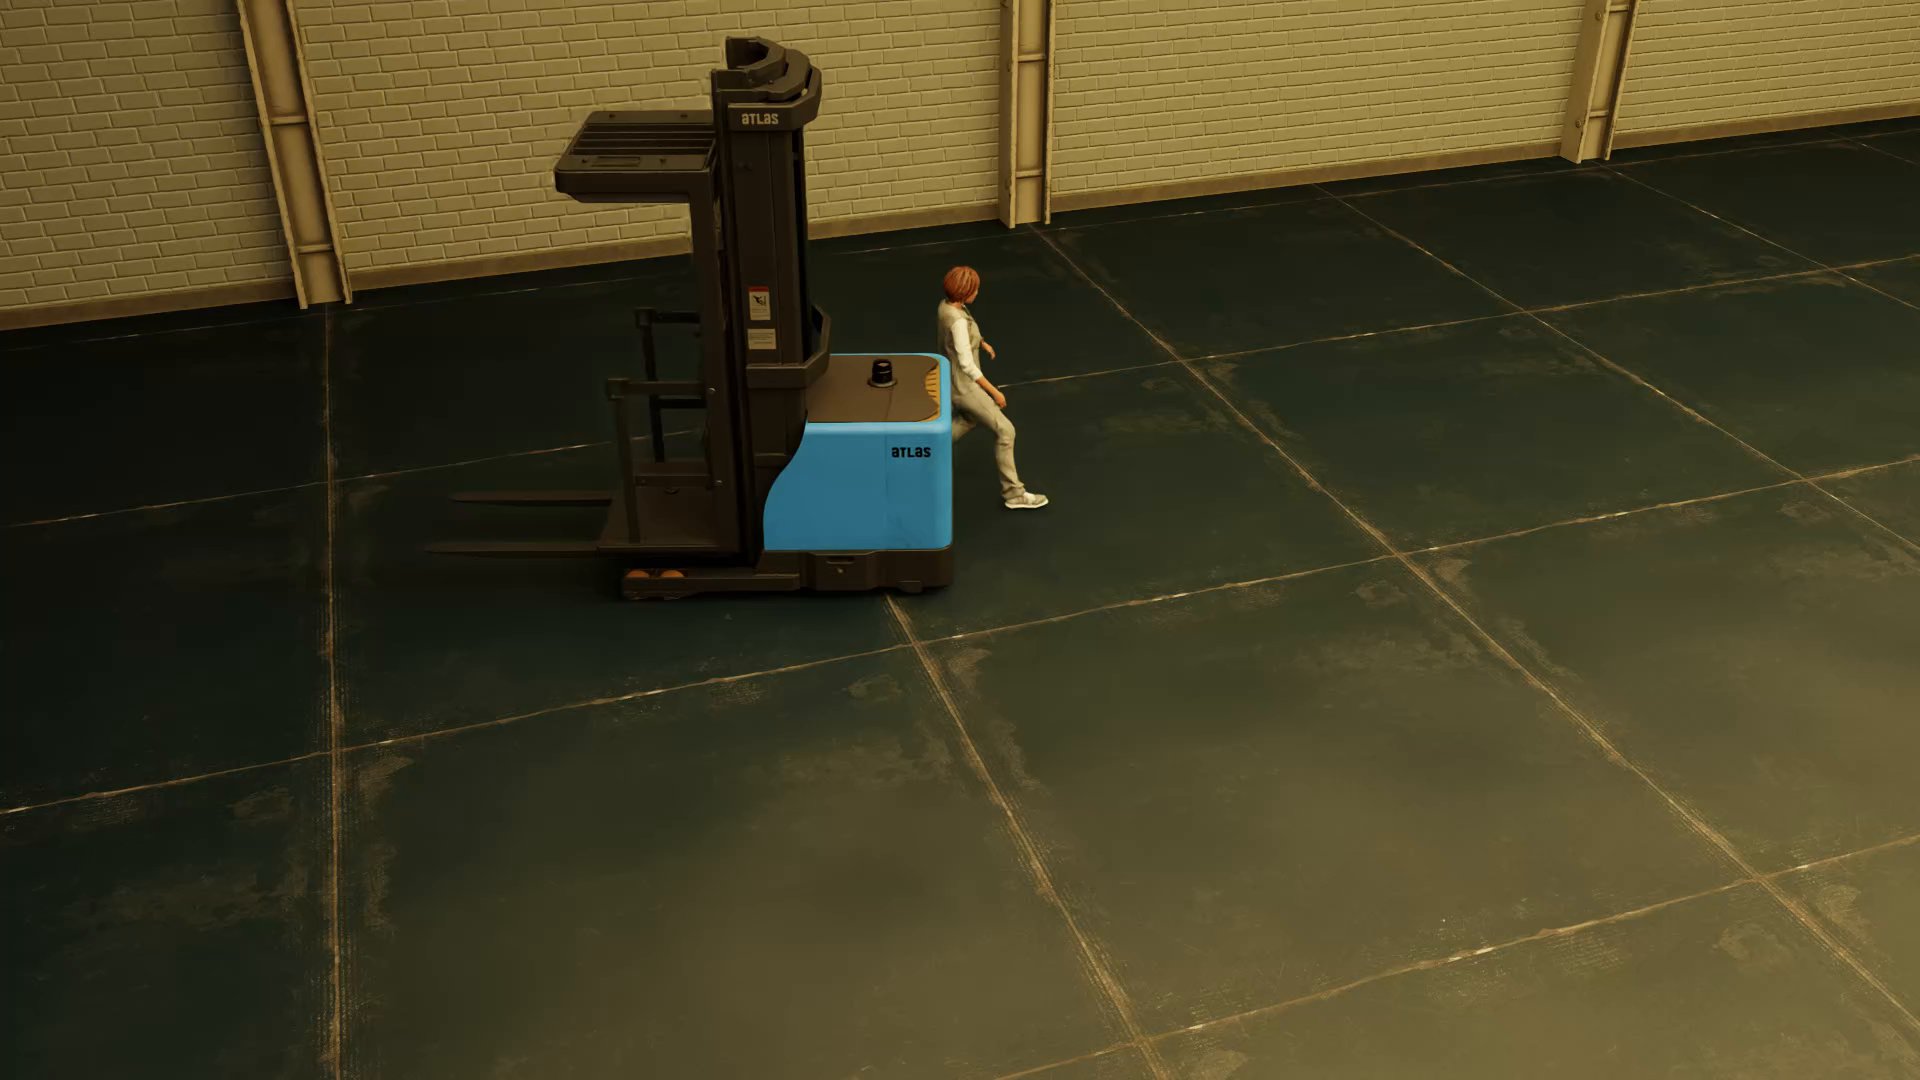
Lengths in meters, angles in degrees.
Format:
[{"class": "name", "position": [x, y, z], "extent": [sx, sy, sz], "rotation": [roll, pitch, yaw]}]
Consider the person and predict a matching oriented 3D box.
[{"class": "person", "position": [0.124, -0.994, 10.294], "extent": [0.785, 1.468, 0.779], "rotation": [-3, 30, -5]}]

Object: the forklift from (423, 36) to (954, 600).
[{"class": "forklift", "position": [-1.554, -1.195, 9.163], "extent": [3.031, 2.935, 1.130], "rotation": [0, 30, -1]}]
